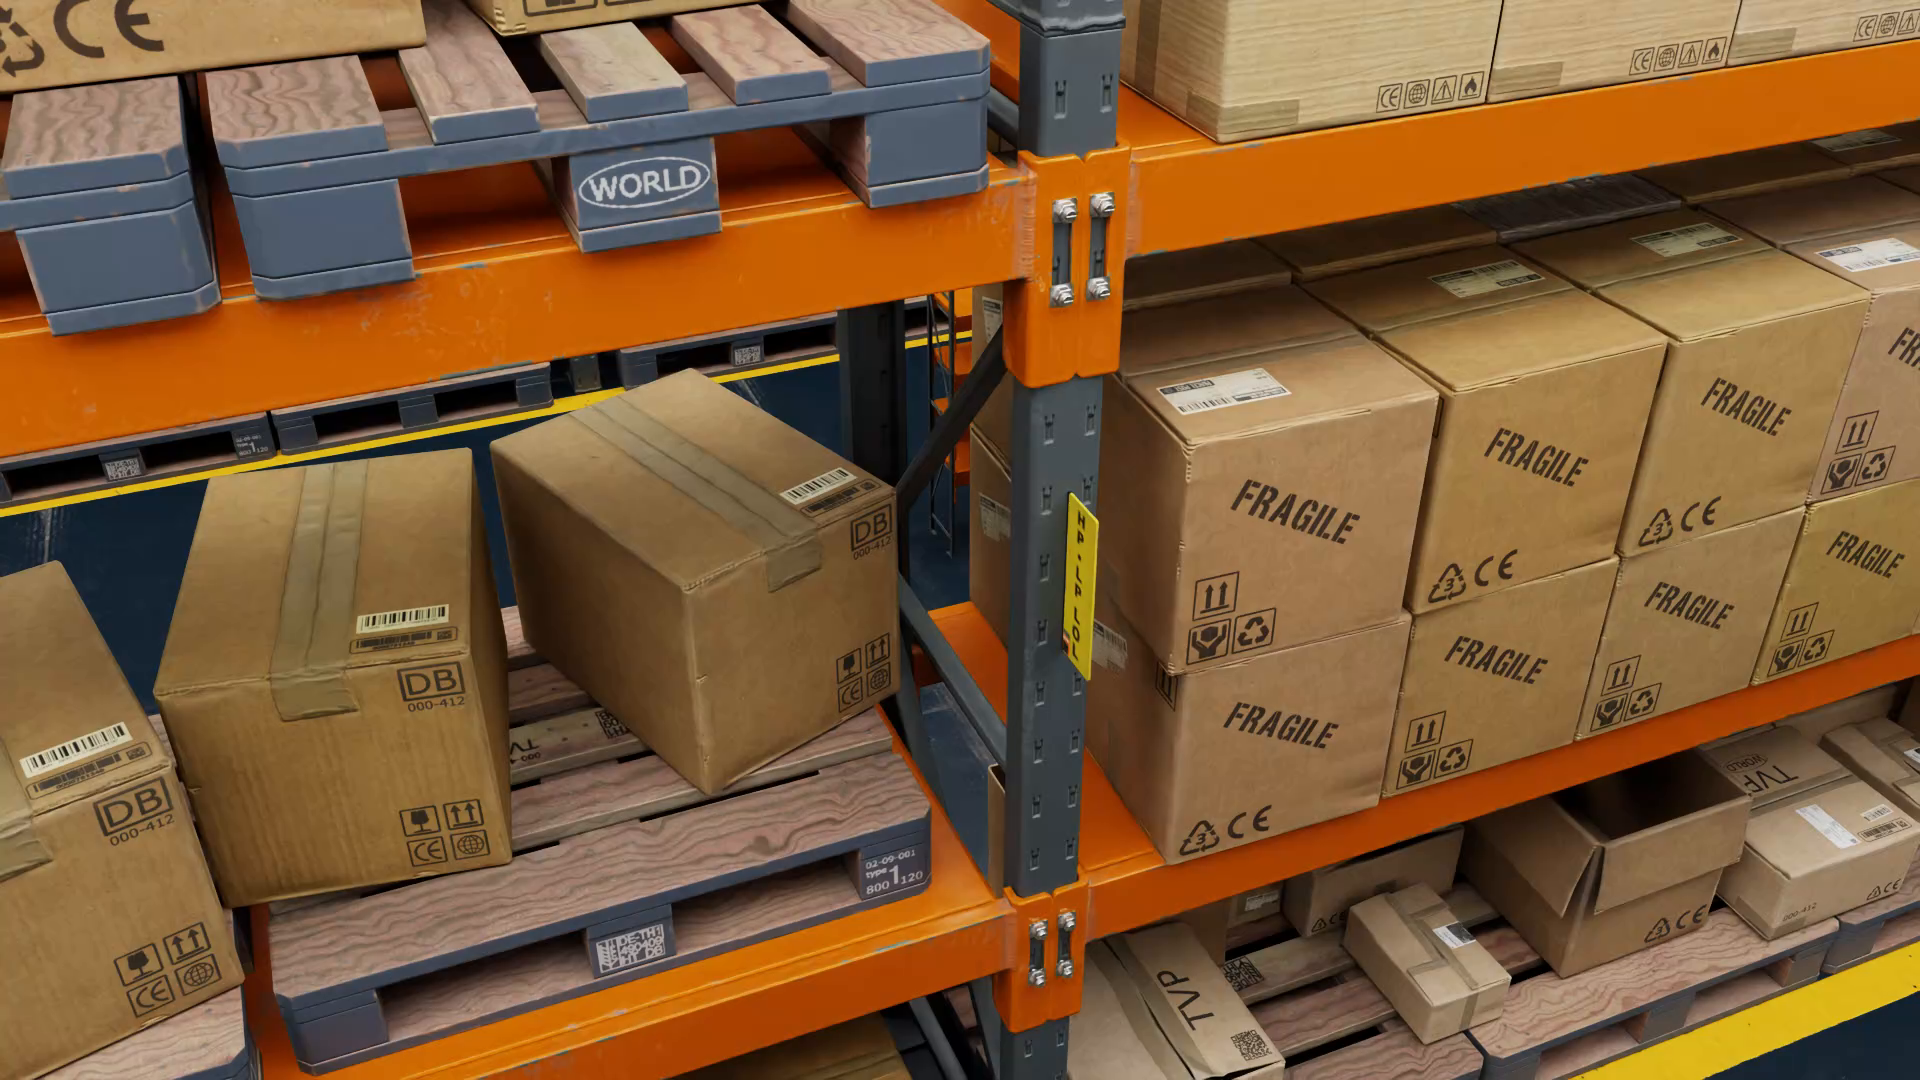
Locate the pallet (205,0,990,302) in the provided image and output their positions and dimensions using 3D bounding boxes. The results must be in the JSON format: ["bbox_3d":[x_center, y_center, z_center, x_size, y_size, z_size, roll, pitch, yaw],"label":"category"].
[{"bbox_3d":[-0.644,-0.787,2.631,1.003,0.211,1.213,-13,35,-19],"label":"pallet"}]

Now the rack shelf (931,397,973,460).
[{"bbox_3d":[0.153,-0.481,6.513,0.480,0.148,0.258,-13,35,-19],"label":"rack shelf"}]

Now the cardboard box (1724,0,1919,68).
[{"bbox_3d":[1.453,-1.092,3.065,0.500,0.250,0.500,-13,35,-19],"label":"cardboard box"}]

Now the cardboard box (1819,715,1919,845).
[{"bbox_3d":[2.858,0.727,5.077,0.250,0.166,0.380,-13,35,-19],"label":"cardboard box"}]

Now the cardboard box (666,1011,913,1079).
[{"bbox_3d":[-0.360,1.401,3.735,0.500,0.500,0.500,-13,35,-19],"label":"cardboard box"}]

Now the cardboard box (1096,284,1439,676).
[{"bbox_3d":[0.528,-0.130,3.191,0.500,0.500,0.500,-12,35,-18],"label":"cardboard box"}]

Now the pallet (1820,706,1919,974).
[{"bbox_3d":[2.868,0.798,5.330,1.213,0.211,1.003,-13,35,-19],"label":"pallet"}]

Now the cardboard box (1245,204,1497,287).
[{"bbox_3d":[0.822,-0.518,3.788,0.500,0.500,0.500,-14,35,-20],"label":"cardboard box"}]

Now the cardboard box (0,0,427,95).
[{"bbox_3d":[-1.116,-1.006,2.227,0.600,0.600,0.600,-13,35,-19],"label":"cardboard box"}]

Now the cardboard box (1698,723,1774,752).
[{"bbox_3d":[2.139,0.596,5.201,0.500,0.250,0.500,-13,35,-19],"label":"cardboard box"}]

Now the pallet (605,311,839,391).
[{"bbox_3d":[-1.205,-1.153,8.329,1.213,0.211,1.003,-13,35,-19],"label":"pallet"}]

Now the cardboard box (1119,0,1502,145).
[{"bbox_3d":[0.529,-0.884,2.745,0.500,0.250,0.500,-13,35,-19],"label":"cardboard box"}]

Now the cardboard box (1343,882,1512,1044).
[{"bbox_3d":[1.249,1.125,4.465,0.250,0.166,0.380,-13,35,-19],"label":"cardboard box"}]

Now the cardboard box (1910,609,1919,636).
[{"bbox_3d":[2.426,-0.152,4.142,0.500,0.500,0.500,-13,35,-19],"label":"cardboard box"}]

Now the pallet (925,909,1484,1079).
[{"bbox_3d":[0.618,1.314,4.538,1.213,0.211,1.003,-13,35,-19],"label":"pallet"}]

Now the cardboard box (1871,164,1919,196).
[{"bbox_3d":[2.427,-0.565,3.860,0.500,0.500,0.500,-12,35,-18],"label":"cardboard box"}]

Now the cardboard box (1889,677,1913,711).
[{"bbox_3d":[2.923,0.416,5.555,0.250,0.166,0.380,-13,35,-19],"label":"cardboard box"}]

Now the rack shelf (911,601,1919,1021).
[{"bbox_3d":[1.829,0.168,4.400,4.000,0.370,1.077,-13,35,-19],"label":"rack shelf"}]

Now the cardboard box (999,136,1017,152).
[{"bbox_3d":[0.251,-2.161,8.632,0.250,0.149,0.380,-12,35,-18],"label":"cardboard box"}]

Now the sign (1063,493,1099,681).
[{"bbox_3d":[0.203,0.082,2.812,0.005,0.325,0.100,-13,35,-19],"label":"sign"}]

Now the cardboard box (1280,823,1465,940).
[{"bbox_3d":[1.092,0.810,4.816,0.500,0.311,0.500,-13,35,-19],"label":"cardboard box"}]

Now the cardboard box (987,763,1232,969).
[{"bbox_3d":[0.400,0.890,4.521,0.500,0.500,0.500,-13,35,-19],"label":"cardboard box"}]

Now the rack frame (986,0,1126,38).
[{"bbox_3d":[-0.015,-2.225,1.919,0.127,3.000,1.000,-13,35,-19],"label":"rack frame"}]

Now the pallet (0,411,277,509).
[{"bbox_3d":[-3.745,-0.572,7.435,1.213,0.211,1.003,-13,35,-19],"label":"pallet"}]

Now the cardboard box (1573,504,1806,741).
[{"bbox_3d":[1.493,0.062,3.812,0.500,0.500,0.500,-13,35,-19],"label":"cardboard box"}]

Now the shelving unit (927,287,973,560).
[{"bbox_3d":[0.153,-0.538,6.476,0.503,1.200,0.258,-13,35,-19],"label":"shelving unit"}]

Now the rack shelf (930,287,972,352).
[{"bbox_3d":[0.153,-0.867,6.262,0.480,0.148,0.258,-13,35,-19],"label":"rack shelf"}]

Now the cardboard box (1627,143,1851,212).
[{"bbox_3d":[1.751,-0.730,4.113,0.500,0.500,0.500,-13,35,-19],"label":"cardboard box"}]

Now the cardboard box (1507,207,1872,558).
[{"bbox_3d":[1.478,-0.347,3.525,0.500,0.500,0.500,-14,36,-20],"label":"cardboard box"}]

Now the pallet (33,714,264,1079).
[{"bbox_3d":[-1.912,0.801,2.944,1.213,0.211,1.003,-13,35,-19],"label":"pallet"}]

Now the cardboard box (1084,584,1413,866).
[{"bbox_3d":[0.560,0.277,3.483,0.500,0.500,0.500,-12,35,-18],"label":"cardboard box"}]

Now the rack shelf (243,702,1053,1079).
[{"bbox_3d":[-1.860,1.013,3.102,4.000,0.370,1.077,-13,35,-19],"label":"rack shelf"}]

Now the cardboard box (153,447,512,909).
[{"bbox_3d":[-1.148,0.236,3.160,0.500,0.500,0.700,-8,34,-11],"label":"cardboard box"}]
